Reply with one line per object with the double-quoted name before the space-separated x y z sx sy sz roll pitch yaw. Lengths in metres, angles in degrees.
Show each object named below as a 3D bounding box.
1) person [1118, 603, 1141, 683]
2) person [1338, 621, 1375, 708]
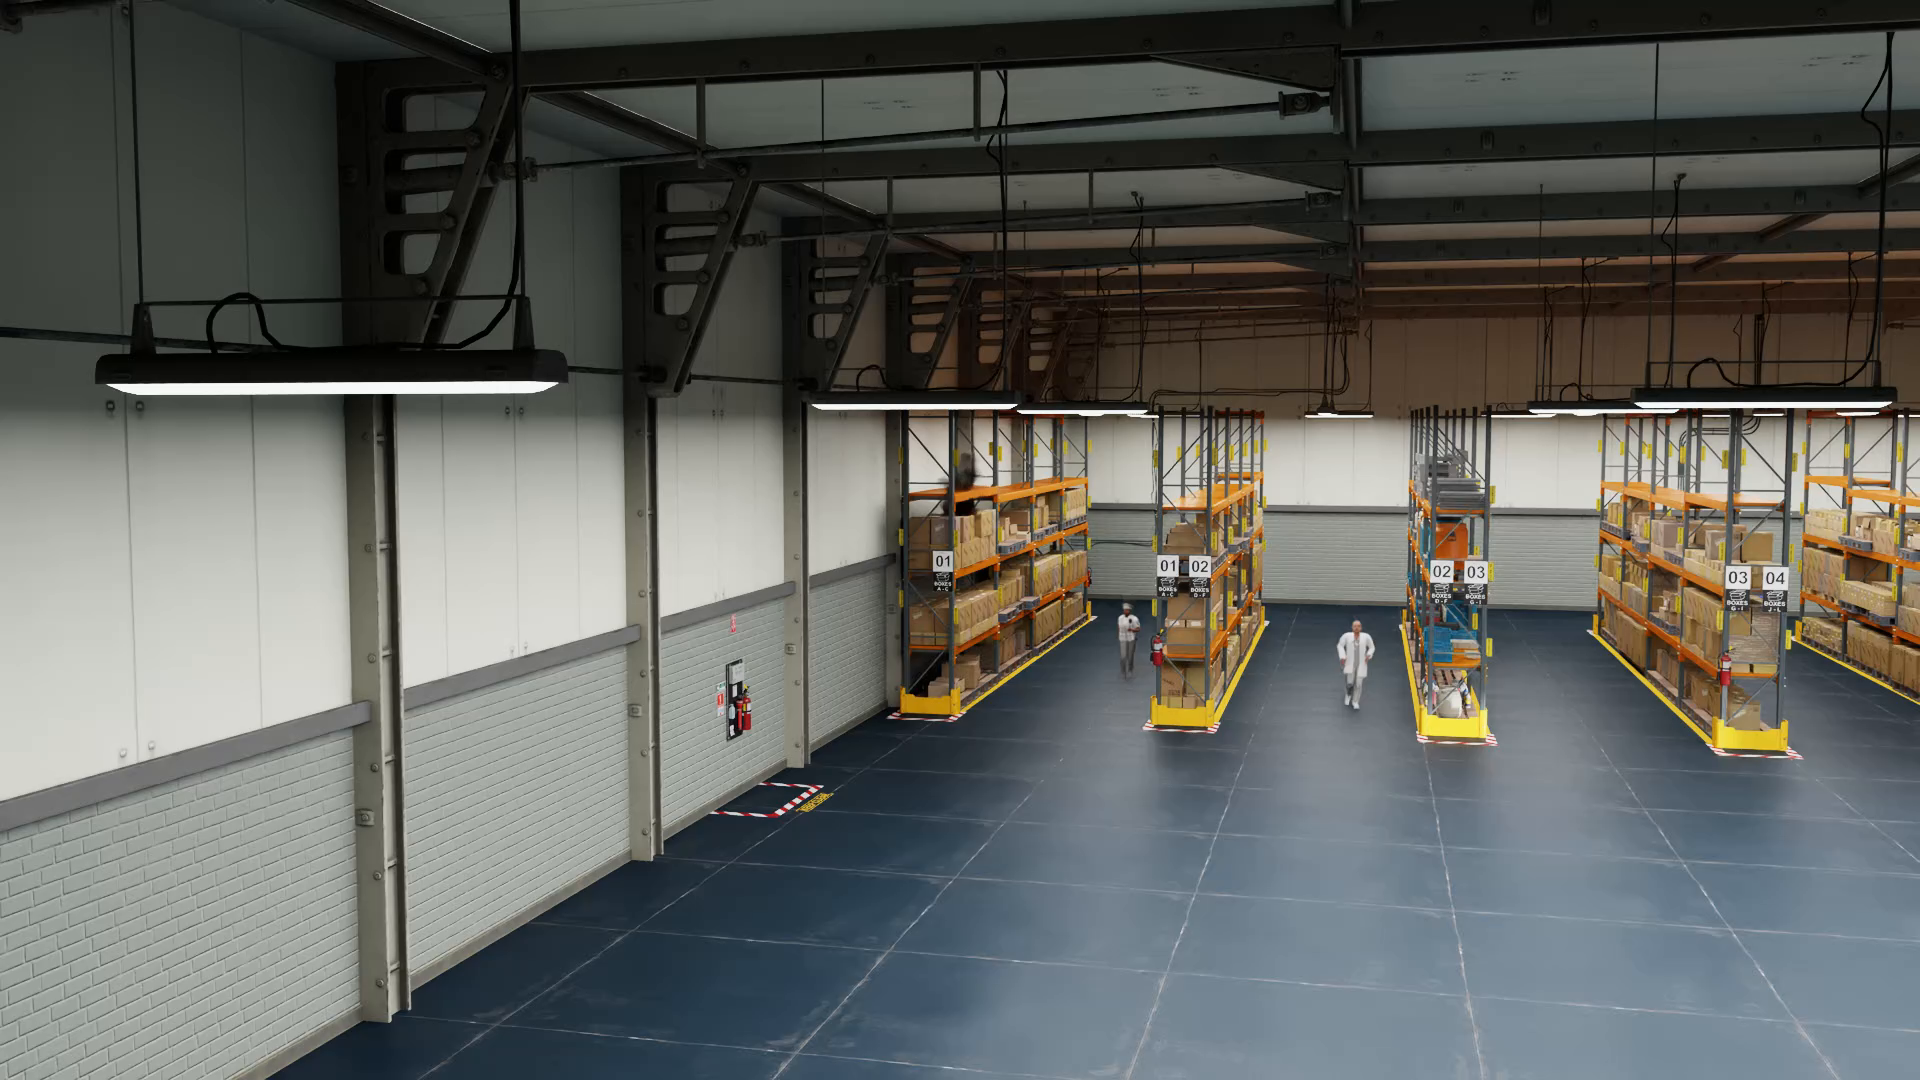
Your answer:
"person" 3.724 2.257 36.659 0.553 1.753 0.771 1 4 16
"person" 7.892 2.478 33.089 0.722 1.746 0.628 1 4 9
